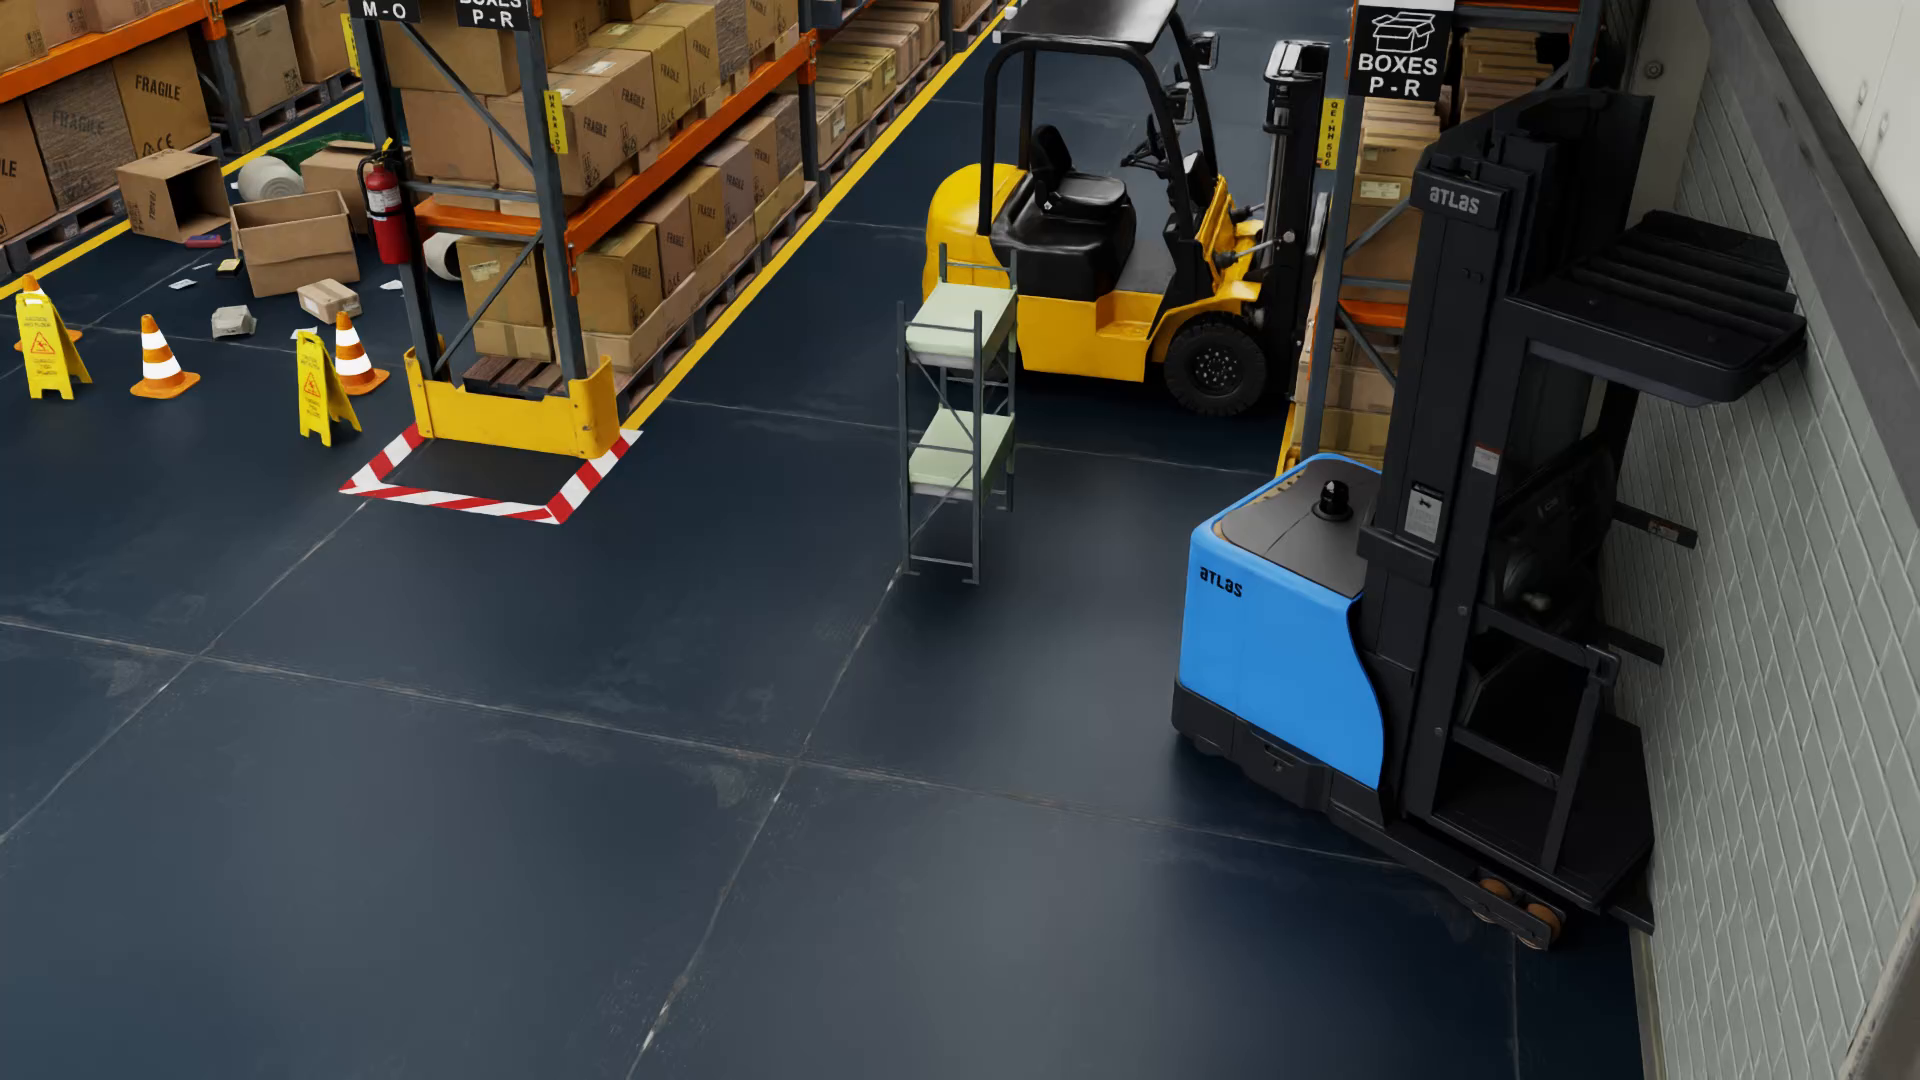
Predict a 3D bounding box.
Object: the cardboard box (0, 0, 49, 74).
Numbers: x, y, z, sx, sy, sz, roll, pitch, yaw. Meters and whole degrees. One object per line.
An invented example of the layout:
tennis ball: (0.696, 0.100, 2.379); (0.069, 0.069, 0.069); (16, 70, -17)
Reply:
cardboard box: (-6.882, -3.572, 11.434); (0.875, 0.550, 0.500); (8, 33, 12)

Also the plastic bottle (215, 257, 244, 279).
plastic bottle: (-5.143, -1.926, 11.723); (0.133, 0.061, 0.283); (-3, 33, -4)

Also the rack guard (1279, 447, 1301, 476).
rack guard: (2.201, -0.105, 8.449); (1.175, 0.500, 0.348); (8, 33, 12)

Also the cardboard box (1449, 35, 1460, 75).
cardboard box: (3.239, -2.762, 10.206); (0.500, 0.500, 0.500); (8, 33, 13)

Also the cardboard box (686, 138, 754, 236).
cardboard box: (-1.727, -2.383, 11.175); (0.500, 0.500, 0.500); (10, 34, 15)

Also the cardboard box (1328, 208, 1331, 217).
cardboard box: (2.541, -1.955, 10.269); (0.500, 0.250, 0.500); (9, 34, 14)

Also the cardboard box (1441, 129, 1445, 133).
cardboard box: (2.348, -2.040, 9.069); (0.500, 0.500, 0.500); (7, 33, 11)

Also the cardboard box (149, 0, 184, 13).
cardboard box: (-6.476, -4.414, 12.757); (0.875, 0.550, 0.550); (8, 33, 12)

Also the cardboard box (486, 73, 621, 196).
cardboard box: (-2.207, -2.222, 9.079); (0.500, 0.500, 0.500); (8, 33, 12)

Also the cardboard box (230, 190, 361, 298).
cardboard box: (-4.599, -2.049, 11.504); (0.797, 0.503, 0.637); (-14, 35, -21)

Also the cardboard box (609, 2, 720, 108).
cardboard box: (-1.829, -3.021, 10.336); (0.500, 0.500, 0.500); (7, 33, 11)

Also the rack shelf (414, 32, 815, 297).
rack shelf: (-2.088, -2.581, 10.684); (1.077, 0.370, 4.000); (8, 33, 12)

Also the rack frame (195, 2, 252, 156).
rack frame: (-6.394, -4.544, 13.101); (1.000, 3.000, 0.127); (8, 33, 12)

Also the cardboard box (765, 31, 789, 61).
cardboard box: (-1.424, -3.477, 11.658); (0.380, 0.149, 0.250); (9, 33, 13)

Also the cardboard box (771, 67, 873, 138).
cardboard box: (-1.271, -3.636, 13.732); (0.950, 0.372, 0.625); (10, 34, 15)

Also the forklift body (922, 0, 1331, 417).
forklift body: (0.923, -2.047, 9.965); (2.313, 2.155, 1.214); (8, 33, 12)

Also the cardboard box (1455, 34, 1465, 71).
cardboard box: (3.102, -2.835, 9.716); (0.380, 0.149, 0.250); (9, 34, 14)

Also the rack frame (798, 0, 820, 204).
rack frame: (-1.580, -3.922, 12.124); (1.000, 3.000, 0.127); (8, 33, 12)

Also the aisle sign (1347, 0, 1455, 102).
aisle sign: (1.906, -2.275, 7.110); (0.394, 0.787, 0.004); (8, 33, 12)

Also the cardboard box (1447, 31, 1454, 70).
cardboard box: (2.558, -2.754, 9.310); (0.380, 0.149, 0.250); (8, 33, 13)

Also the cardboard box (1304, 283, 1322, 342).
cardboard box: (2.146, -1.159, 9.016); (0.500, 0.250, 0.500); (9, 33, 13)

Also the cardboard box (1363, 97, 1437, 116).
cardboard box: (2.166, -2.100, 8.283); (0.380, 0.149, 0.250); (9, 33, 13)

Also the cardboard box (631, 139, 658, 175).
cardboard box: (-2.004, -2.273, 9.764); (0.380, 0.149, 0.250); (9, 33, 13)

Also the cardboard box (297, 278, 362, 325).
cardboard box: (-4.217, -1.598, 11.125); (0.380, 0.149, 0.250); (28, 42, 36)

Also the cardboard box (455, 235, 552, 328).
cardboard box: (-2.644, -1.631, 9.992); (0.500, 0.500, 0.500); (8, 33, 13)

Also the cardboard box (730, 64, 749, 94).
cardboard box: (-1.622, -3.080, 11.033); (0.380, 0.149, 0.250); (8, 33, 12)

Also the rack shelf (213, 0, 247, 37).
rack shelf: (-5.886, -5.278, 14.927); (1.077, 0.370, 4.000); (8, 33, 12)

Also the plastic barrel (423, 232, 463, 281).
plastic barrel: (-3.536, -2.037, 11.560); (0.421, 0.421, 0.512); (-21, 38, -29)

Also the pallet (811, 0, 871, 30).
pallet: (-1.246, -4.218, 12.768); (1.003, 0.211, 1.213); (8, 33, 12)

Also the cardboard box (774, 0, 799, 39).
cardboard box: (-1.453, -3.825, 11.601); (0.500, 0.500, 0.500); (7, 33, 11)

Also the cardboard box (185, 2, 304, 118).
cardboard box: (-6.323, -4.106, 14.118); (1.050, 0.750, 0.750); (8, 33, 12)

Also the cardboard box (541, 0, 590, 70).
cardboard box: (-2.541, -2.992, 9.359); (0.700, 0.500, 0.500); (8, 33, 13)

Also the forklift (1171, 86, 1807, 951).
forklift: (2.337, -0.003, 6.023); (3.031, 2.935, 1.130); (28, 42, 36)

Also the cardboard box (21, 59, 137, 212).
cardboard box: (-6.846, -3.039, 12.324); (0.875, 0.875, 0.875); (8, 33, 13)

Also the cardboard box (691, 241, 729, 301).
cardboard box: (-1.860, -1.793, 10.946); (0.500, 0.250, 0.500); (10, 34, 16)

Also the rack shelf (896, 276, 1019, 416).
rack shelf: (-0.002, -0.959, 8.133); (0.431, 0.370, 0.720); (8, 33, 12)

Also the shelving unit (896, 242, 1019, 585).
shelving unit: (-0.002, -0.629, 8.342); (0.431, 1.500, 0.755); (8, 33, 12)

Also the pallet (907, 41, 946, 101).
pallet: (-0.765, -4.416, 15.499); (1.003, 0.211, 1.213); (8, 33, 12)

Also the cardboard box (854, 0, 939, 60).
cardboard box: (-0.718, -4.774, 15.522); (0.950, 0.372, 0.625); (6, 33, 9)

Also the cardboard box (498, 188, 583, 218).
cardboard box: (-2.309, -1.888, 9.159); (0.380, 0.149, 0.250); (8, 33, 13)

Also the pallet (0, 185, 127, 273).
pallet: (-6.970, -2.348, 12.246); (1.003, 0.211, 1.213); (8, 33, 12)

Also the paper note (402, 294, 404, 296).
paper note: (-3.789, -1.696, 11.408); (0.032, 0.001, 0.123); (8, 33, 12)

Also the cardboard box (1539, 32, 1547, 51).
cardboard box: (3.187, -2.949, 9.618); (0.380, 0.149, 0.250); (7, 33, 12)

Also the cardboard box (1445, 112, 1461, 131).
cardboard box: (2.835, -1.969, 8.958); (0.500, 0.500, 0.500); (8, 33, 12)

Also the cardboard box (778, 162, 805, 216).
cardboard box: (-1.470, -2.596, 12.208); (0.500, 0.250, 0.500); (10, 34, 15)

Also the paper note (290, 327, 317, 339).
paper note: (-4.281, -1.355, 10.853); (0.148, 0.019, 0.142); (-3, 33, -4)

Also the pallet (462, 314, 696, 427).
pallet: (-2.336, -1.126, 10.324); (1.003, 0.211, 1.213); (8, 33, 12)

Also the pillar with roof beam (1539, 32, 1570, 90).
pillar with roof beam: (0.614, -7.643, 12.384); (9.100, 9.000, 0.400); (8, 33, 12)

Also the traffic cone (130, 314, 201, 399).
traffic cone: (-4.894, -1.149, 10.126); (0.336, 0.463, 0.334); (8, 33, 12)

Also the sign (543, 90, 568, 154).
sign: (-2.071, -2.138, 8.510); (0.100, 0.325, 0.005); (8, 33, 12)

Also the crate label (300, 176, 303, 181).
crate label: (-5.014, -2.770, 12.980); (0.298, 0.136, 0.250); (-14, 35, -21)

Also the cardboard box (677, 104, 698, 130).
cardboard box: (-1.866, -2.690, 10.420); (0.380, 0.149, 0.250); (7, 33, 11)

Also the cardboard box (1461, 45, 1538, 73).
cardboard box: (2.919, -2.558, 9.003); (0.380, 0.149, 0.250); (8, 33, 13)

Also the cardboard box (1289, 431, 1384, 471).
cardboard box: (2.020, -0.476, 8.875); (0.500, 0.250, 0.500); (8, 33, 13)

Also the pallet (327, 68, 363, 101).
pallet: (-5.963, -4.413, 15.494); (1.003, 0.211, 1.213); (8, 33, 12)

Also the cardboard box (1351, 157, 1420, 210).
cardboard box: (2.024, -1.707, 7.941); (0.380, 0.149, 0.250); (8, 33, 13)

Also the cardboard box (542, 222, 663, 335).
cardboard box: (-2.118, -1.573, 9.901); (0.500, 0.500, 0.500); (7, 33, 11)

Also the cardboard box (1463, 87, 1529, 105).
cardboard box: (2.728, -2.156, 8.370); (0.380, 0.149, 0.250); (8, 33, 13)
